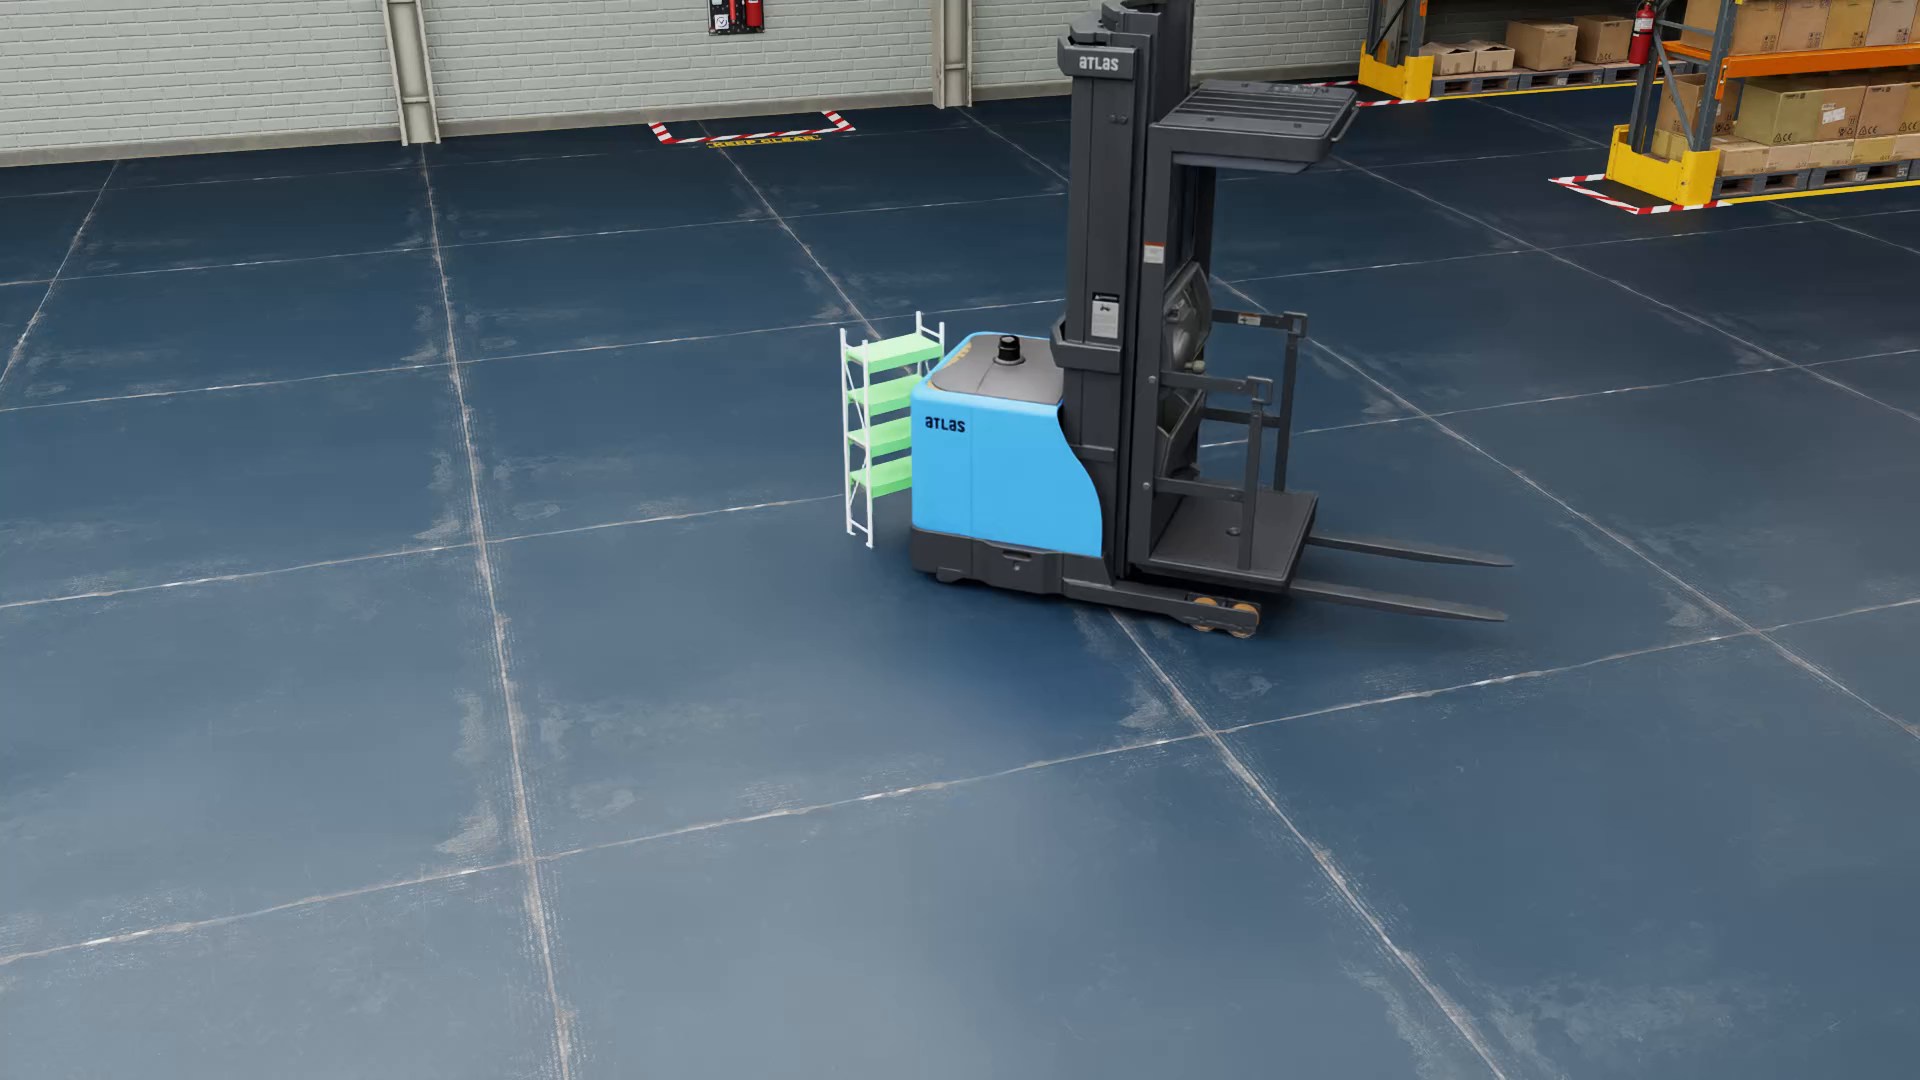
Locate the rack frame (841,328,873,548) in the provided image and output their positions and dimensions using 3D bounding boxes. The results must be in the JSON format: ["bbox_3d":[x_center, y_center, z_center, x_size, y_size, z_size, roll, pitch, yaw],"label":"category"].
[{"bbox_3d":[-0.557,-0.538,8.985,0.015,1.200,0.240,-18,31,-31],"label":"rack frame"}]

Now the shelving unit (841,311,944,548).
[{"bbox_3d":[-0.359,-0.601,9.112,0.503,1.200,0.258,-18,31,-31],"label":"shelving unit"}]

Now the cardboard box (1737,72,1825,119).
[{"bbox_3d":[8.117,-4.368,16.452,0.500,0.500,0.500,-8,28,-16],"label":"cardboard box"}]

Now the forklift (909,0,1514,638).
[{"bbox_3d":[1.307,-1.093,8.156,3.031,2.935,1.130,9,28,17],"label":"forklift"}]

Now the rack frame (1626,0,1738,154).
[{"bbox_3d":[6.753,-4.732,15.409,0.127,3.000,1.000,-8,28,-16],"label":"rack frame"}]

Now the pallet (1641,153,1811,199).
[{"bbox_3d":[7.467,-3.606,16.277,1.213,0.211,1.003,-8,28,-16],"label":"pallet"}]

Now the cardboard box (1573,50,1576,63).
[{"bbox_3d":[7.491,-6.086,20.846,0.250,0.149,0.380,-11,28,-20],"label":"cardboard box"}]

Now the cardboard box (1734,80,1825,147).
[{"bbox_3d":[7.806,-4.074,15.860,0.500,0.500,0.500,-8,28,-16],"label":"cardboard box"}]

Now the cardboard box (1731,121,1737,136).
[{"bbox_3d":[7.643,-3.962,16.476,0.500,0.250,0.500,-8,28,-16],"label":"cardboard box"}]

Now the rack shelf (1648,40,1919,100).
[{"bbox_3d":[8.654,-4.686,16.124,4.000,0.370,1.077,-8,28,-16],"label":"rack shelf"}]

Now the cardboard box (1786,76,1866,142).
[{"bbox_3d":[8.278,-4.149,16.010,0.500,0.500,0.500,-8,28,-16],"label":"cardboard box"}]

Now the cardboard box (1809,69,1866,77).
[{"bbox_3d":[8.592,-4.437,16.590,0.500,0.500,0.500,-8,28,-16],"label":"cardboard box"}]

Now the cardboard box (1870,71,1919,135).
[{"bbox_3d":[9.229,-4.285,16.284,0.500,0.500,0.500,-8,28,-16],"label":"cardboard box"}]

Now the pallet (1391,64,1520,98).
[{"bbox_3d":[6.071,-5.685,20.463,1.213,0.211,1.003,-8,28,-16],"label":"pallet"}]

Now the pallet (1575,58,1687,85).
[{"bbox_3d":[8.391,-6.021,21.140,1.213,0.211,1.003,-8,28,-16],"label":"pallet"}]

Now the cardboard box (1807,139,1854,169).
[{"bbox_3d":[8.281,-3.808,16.167,0.500,0.250,0.500,-8,28,-16],"label":"cardboard box"}]

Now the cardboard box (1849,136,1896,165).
[{"bbox_3d":[8.758,-3.875,16.301,0.500,0.250,0.500,-8,28,-16],"label":"cardboard box"}]

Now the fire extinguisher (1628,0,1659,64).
[{"bbox_3d":[6.496,-4.878,15.789,0.183,0.674,0.296,-8,28,-16],"label":"fire extinguisher"}]

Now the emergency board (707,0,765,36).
[{"bbox_3d":[-2.454,-6.138,18.241,0.643,1.169,0.194,-8,28,-16],"label":"emergency board"}]

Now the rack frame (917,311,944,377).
[{"bbox_3d":[-0.160,-0.665,9.239,0.015,1.200,0.240,-18,31,-31],"label":"rack frame"}]

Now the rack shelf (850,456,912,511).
[{"bbox_3d":[-0.359,-0.329,9.247,0.480,0.148,0.258,-18,31,-31],"label":"rack shelf"}]

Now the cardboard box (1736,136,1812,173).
[{"bbox_3d":[7.806,-3.739,16.028,0.500,0.250,0.500,-8,28,-16],"label":"cardboard box"}]

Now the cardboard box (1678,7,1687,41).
[{"bbox_3d":[9.713,-6.563,21.413,0.500,0.500,0.700,-7,27,-14],"label":"cardboard box"}]

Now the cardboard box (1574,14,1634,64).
[{"bbox_3d":[8.044,-6.295,20.873,0.500,0.500,0.500,-10,28,-20],"label":"cardboard box"}]

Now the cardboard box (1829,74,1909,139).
[{"bbox_3d":[8.758,-4.210,16.134,0.500,0.500,0.500,-8,28,-16],"label":"cardboard box"}]

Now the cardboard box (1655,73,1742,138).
[{"bbox_3d":[7.170,-4.224,16.163,0.500,0.500,0.500,-8,28,-16],"label":"cardboard box"}]

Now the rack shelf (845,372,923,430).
[{"bbox_3d":[-0.359,-0.759,9.034,0.480,0.148,0.258,-18,31,-31],"label":"rack shelf"}]

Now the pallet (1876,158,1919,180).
[{"bbox_3d":[9.787,-3.942,16.954,1.213,0.211,1.003,-8,28,-16],"label":"pallet"}]

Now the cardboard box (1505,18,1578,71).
[{"bbox_3d":[7.156,-6.119,20.519,0.500,0.500,0.700,-10,28,-19],"label":"cardboard box"}]

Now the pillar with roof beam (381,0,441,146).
[{"bbox_3d":[-4.464,-6.503,12.229,0.400,9.000,9.100,-8,28,-16],"label":"pillar with roof beam"}]

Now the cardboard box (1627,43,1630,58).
[{"bbox_3d":[8.519,-6.219,21.095,0.250,0.166,0.380,-12,29,-23],"label":"cardboard box"}]

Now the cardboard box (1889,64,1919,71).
[{"bbox_3d":[9.545,-4.572,16.863,0.500,0.500,0.500,-8,28,-16],"label":"cardboard box"}]

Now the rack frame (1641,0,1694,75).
[{"bbox_3d":[9.018,-7.377,20.736,0.127,3.000,1.000,-8,28,-16],"label":"rack frame"}]

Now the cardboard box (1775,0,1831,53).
[{"bbox_3d":[7.698,-4.910,15.655,0.500,0.500,0.700,-8,27,-15],"label":"cardboard box"}]

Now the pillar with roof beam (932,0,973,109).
[{"bbox_3d":[1.241,-7.329,13.893,0.400,9.000,9.100,-8,28,-16],"label":"pillar with roof beam"}]

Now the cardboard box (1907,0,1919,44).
[{"bbox_3d":[9.158,-5.121,16.080,0.500,0.500,0.700,-8,27,-15],"label":"cardboard box"}]

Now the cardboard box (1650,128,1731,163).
[{"bbox_3d":[7.171,-3.888,16.328,0.500,0.250,0.500,-8,28,-16],"label":"cardboard box"}]

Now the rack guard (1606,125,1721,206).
[{"bbox_3d":[6.730,-3.609,15.958,0.348,0.500,1.175,-8,28,-16],"label":"rack guard"}]

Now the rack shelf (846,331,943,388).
[{"bbox_3d":[-0.359,-0.974,8.927,0.480,0.148,0.258,-18,31,-31],"label":"rack shelf"}]

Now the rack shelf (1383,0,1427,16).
[{"bbox_3d":[7.117,-6.780,20.342,4.000,0.370,1.077,-8,28,-16],"label":"rack shelf"}]

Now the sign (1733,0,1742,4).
[{"bbox_3d":[6.919,-4.920,14.725,0.005,0.325,0.100,-8,28,-16],"label":"sign"}]

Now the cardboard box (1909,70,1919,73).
[{"bbox_3d":[9.704,-4.355,16.426,0.500,0.500,0.500,-8,28,-16],"label":"cardboard box"}]

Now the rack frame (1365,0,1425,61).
[{"bbox_3d":[5.215,-6.826,19.627,0.127,3.000,1.000,-8,28,-16],"label":"rack frame"}]

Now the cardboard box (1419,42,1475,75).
[{"bbox_3d":[5.901,-5.876,20.242,0.500,0.311,0.500,-12,29,-22],"label":"cardboard box"}]

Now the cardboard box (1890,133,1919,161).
[{"bbox_3d":[9.233,-3.944,16.440,0.500,0.250,0.500,-8,28,-16],"label":"cardboard box"}]

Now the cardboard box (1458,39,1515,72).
[{"bbox_3d":[6.443,-5.955,20.400,0.500,0.311,0.500,-6,27,-12],"label":"cardboard box"}]

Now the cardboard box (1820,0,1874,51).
[{"bbox_3d":[8.172,-4.976,15.788,0.500,0.500,0.700,-8,28,-16],"label":"cardboard box"}]

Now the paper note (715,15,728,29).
[{"bbox_3d":[-2.644,-5.748,18.446,0.142,0.148,0.016,-8,28,-16],"label":"paper note"}]

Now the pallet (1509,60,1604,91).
[{"bbox_3d":[7.229,-5.851,20.798,1.213,0.211,1.003,-8,28,-16],"label":"pallet"}]

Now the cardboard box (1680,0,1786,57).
[{"bbox_3d":[7.200,-4.836,15.505,0.500,0.500,0.700,-8,28,-16],"label":"cardboard box"}]

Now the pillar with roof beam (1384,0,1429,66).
[{"bbox_3d":[6.946,-8.155,15.557,0.400,9.000,9.100,-8,28,-16],"label":"pillar with roof beam"}]

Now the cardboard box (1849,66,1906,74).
[{"bbox_3d":[9.067,-4.506,16.730,0.500,0.500,0.500,-8,28,-16],"label":"cardboard box"}]

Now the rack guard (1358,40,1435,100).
[{"bbox_3d":[5.287,-5.717,20.204,0.348,0.500,1.175,-8,28,-16],"label":"rack guard"}]

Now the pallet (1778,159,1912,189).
[{"bbox_3d":[8.625,-3.773,16.612,1.213,0.211,1.003,-8,28,-16],"label":"pallet"}]

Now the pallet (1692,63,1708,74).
[{"bbox_3d":[9.758,-6.236,21.574,1.213,0.211,1.003,-8,28,-16],"label":"pallet"}]

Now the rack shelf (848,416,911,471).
[{"bbox_3d":[-0.359,-0.544,9.140,0.480,0.148,0.258,-18,31,-31],"label":"rack shelf"}]

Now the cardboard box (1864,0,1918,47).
[{"bbox_3d":[8.672,-5.050,15.937,0.500,0.500,0.700,-7,27,-15],"label":"cardboard box"}]

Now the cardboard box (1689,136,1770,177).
[{"bbox_3d":[7.331,-3.669,15.886,0.500,0.250,0.500,-8,28,-16],"label":"cardboard box"}]
